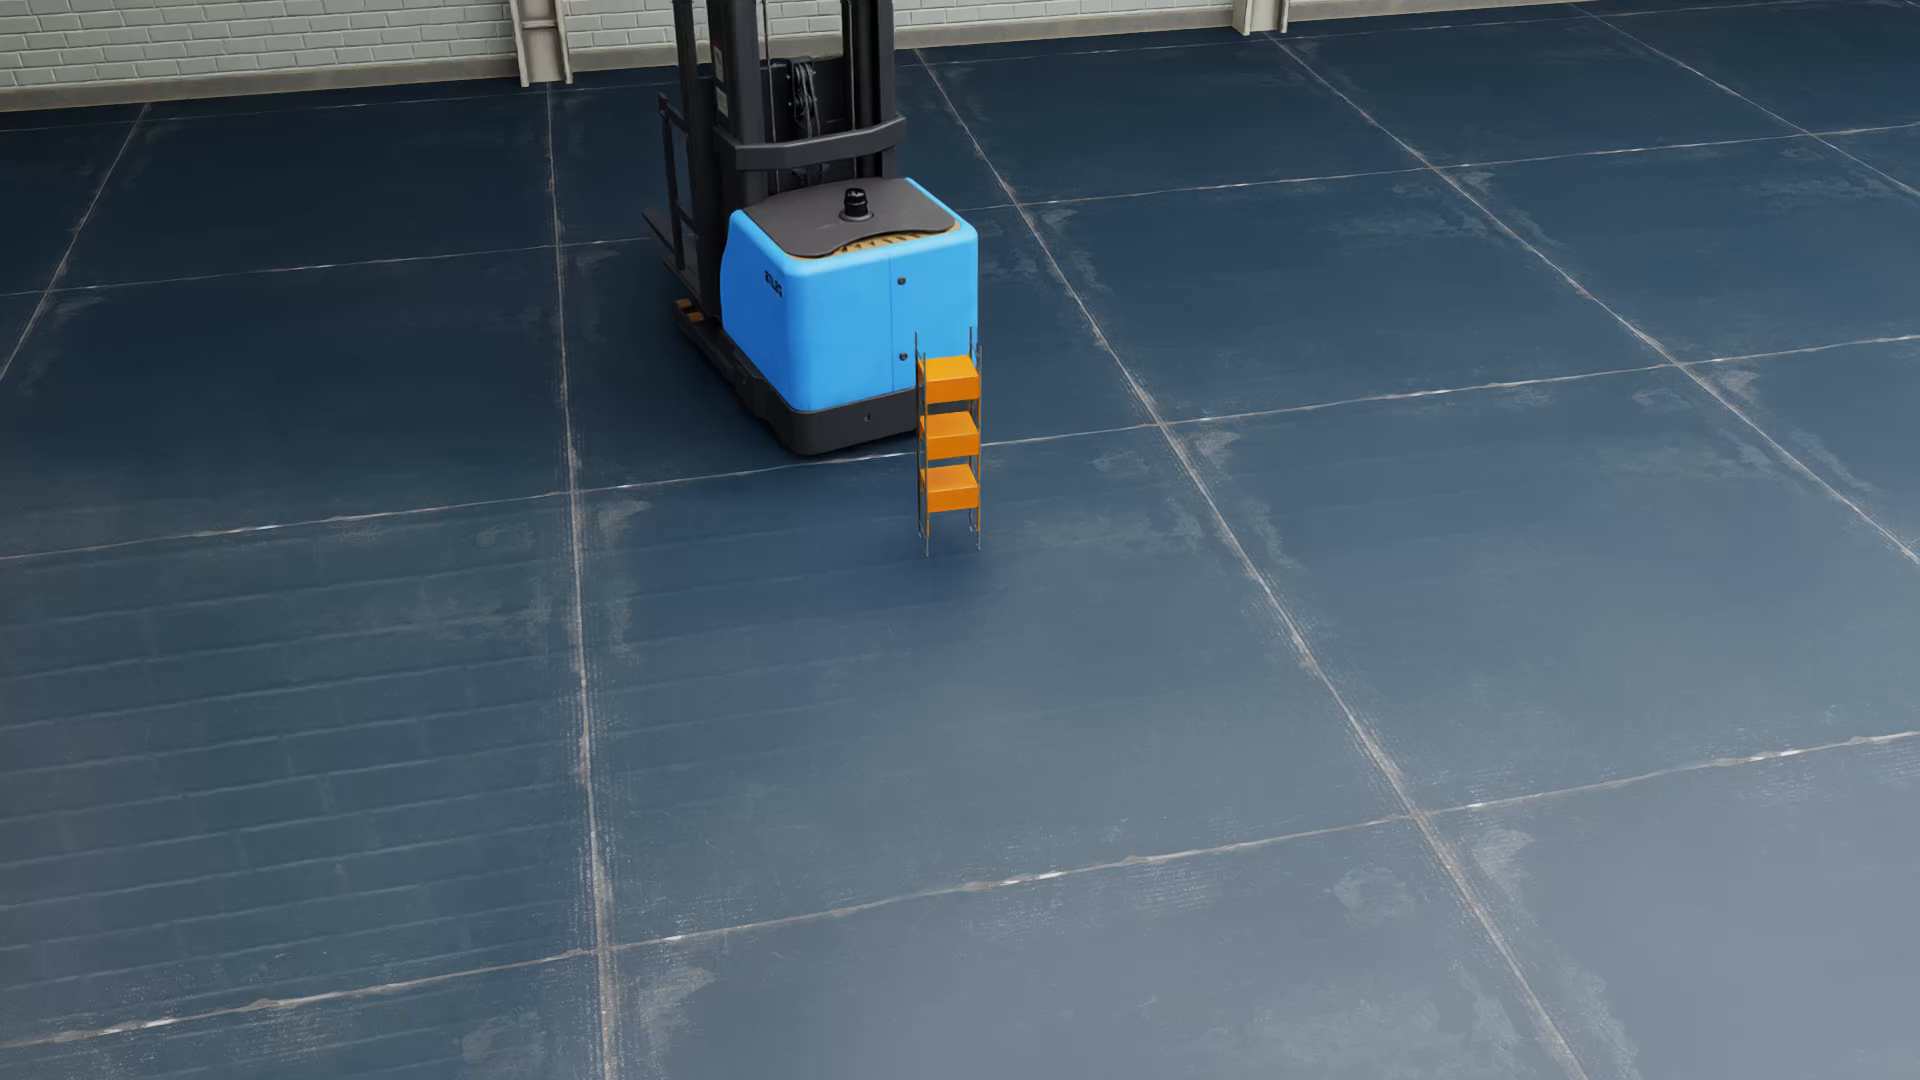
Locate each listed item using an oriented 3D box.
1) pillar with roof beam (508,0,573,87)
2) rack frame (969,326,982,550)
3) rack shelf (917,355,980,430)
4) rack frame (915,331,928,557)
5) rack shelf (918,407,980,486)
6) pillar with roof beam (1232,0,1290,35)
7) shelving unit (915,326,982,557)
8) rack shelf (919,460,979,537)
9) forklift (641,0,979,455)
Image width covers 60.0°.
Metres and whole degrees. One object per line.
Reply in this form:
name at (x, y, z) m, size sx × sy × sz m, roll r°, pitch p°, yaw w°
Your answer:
pillar with roof beam at (-2.332, -5.061, 7.216) m, size 0.400 × 9.000 × 9.100 m, roll -7°, pitch 35°, yaw -11°
rack frame at (0.067, -0.444, 7.470) m, size 0.008 × 1.050 × 0.200 m, roll -7°, pitch 35°, yaw -11°
rack shelf at (-0.052, -0.656, 7.295) m, size 0.240 × 0.259 × 0.215 m, roll -7°, pitch 35°, yaw -11°
rack frame at (-0.171, -0.414, 7.425) m, size 0.008 × 1.050 × 0.200 m, roll -7°, pitch 35°, yaw -11°
rack shelf at (-0.052, -0.421, 7.454) m, size 0.240 × 0.259 × 0.215 m, roll -7°, pitch 35°, yaw -11°
pillar with roof beam at (3.520, -5.799, 8.315) m, size 0.400 × 9.000 × 9.100 m, roll -7°, pitch 35°, yaw -11°
shelving unit at (-0.052, -0.429, 7.448) m, size 0.252 × 1.050 × 0.215 m, roll -7°, pitch 35°, yaw -11°
rack shelf at (-0.052, -0.190, 7.608) m, size 0.240 × 0.259 × 0.215 m, roll -7°, pitch 35°, yaw -11°
forklift at (-1.014, -2.443, 8.760) m, size 1.130 × 2.935 × 3.031 m, roll -16°, pitch 37°, yaw -22°
